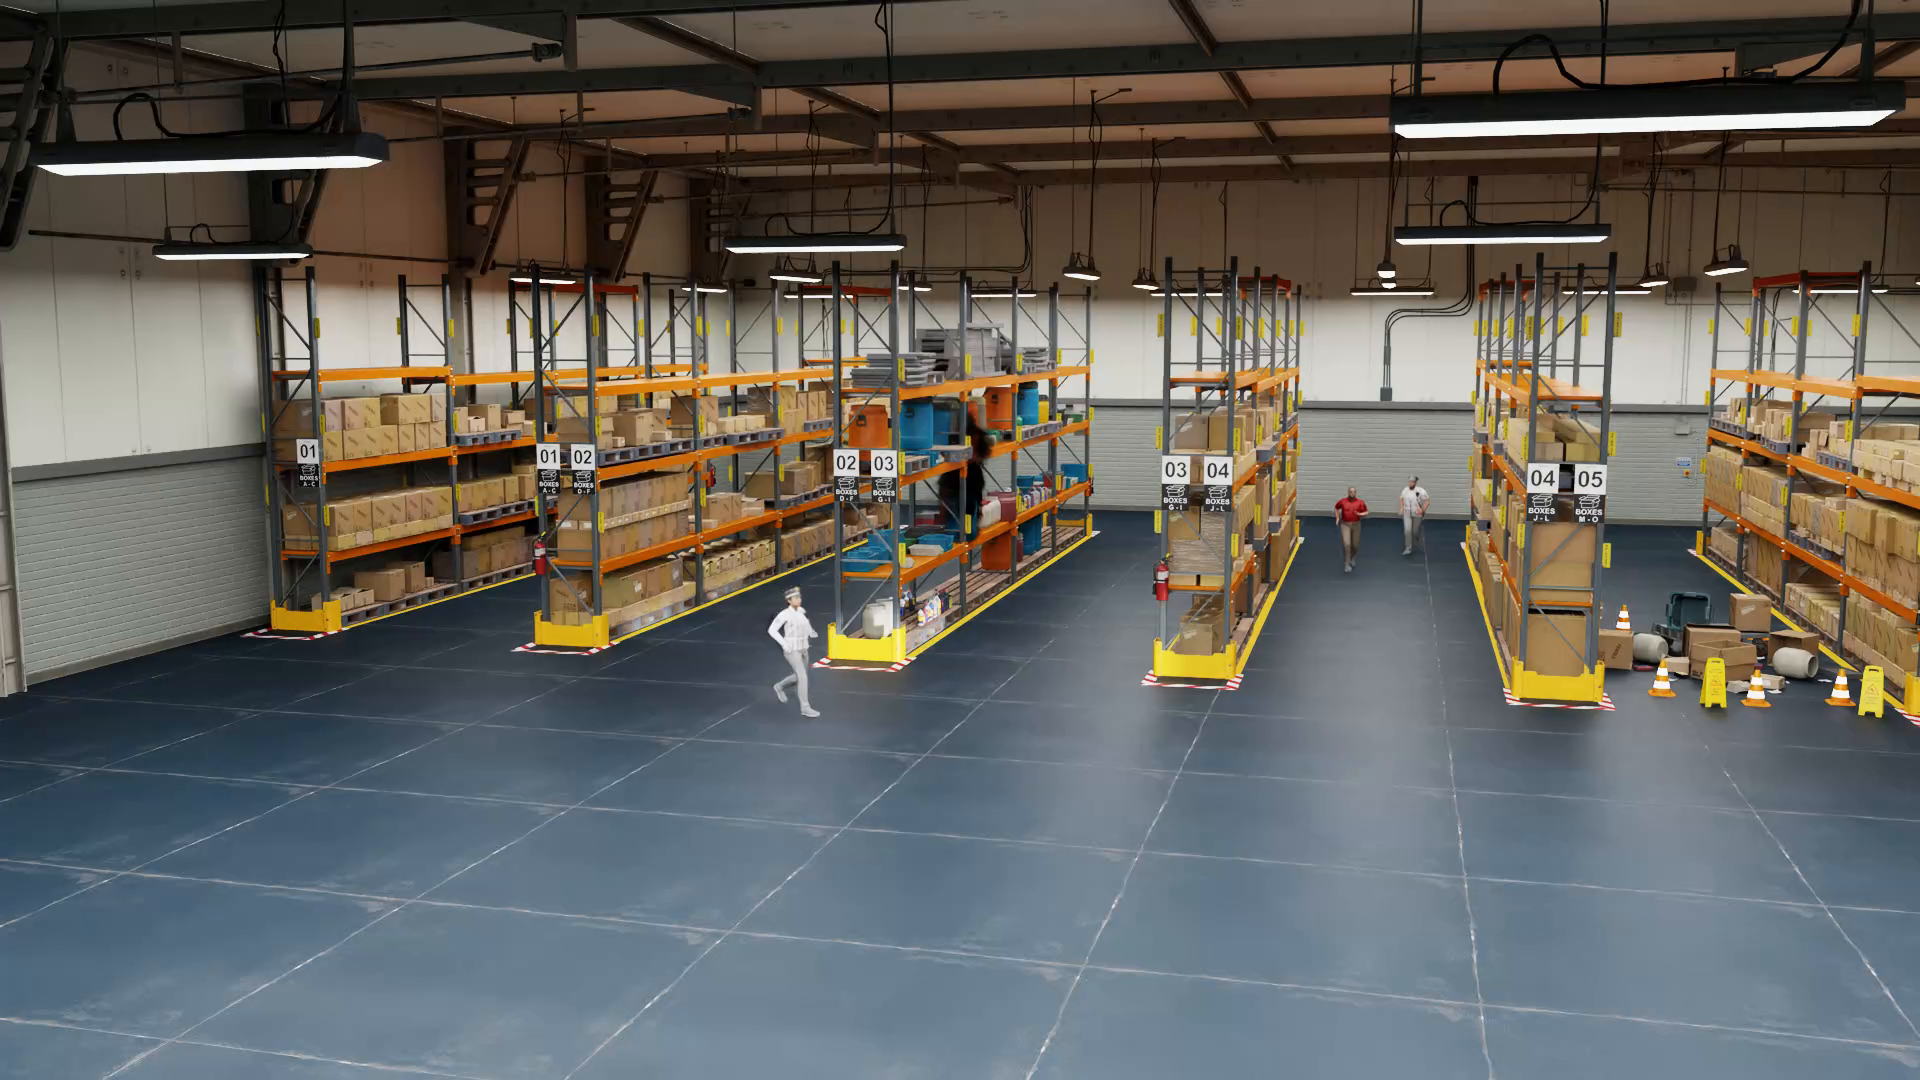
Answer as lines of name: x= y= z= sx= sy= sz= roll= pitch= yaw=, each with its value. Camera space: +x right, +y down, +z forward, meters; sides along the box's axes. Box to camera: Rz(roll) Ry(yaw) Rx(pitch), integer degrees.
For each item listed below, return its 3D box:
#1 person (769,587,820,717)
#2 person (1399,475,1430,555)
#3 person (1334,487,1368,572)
person: x=-2.150 y=1.430 z=21.631 sx=0.843 sy=1.667 sz=0.625 roll=5 pitch=9 yaw=36
person: x=10.141 y=-0.575 z=37.171 sx=0.672 sy=1.773 sz=0.759 roll=4 pitch=8 yaw=27
person: x=8.119 y=-0.251 z=34.537 sx=0.662 sy=1.716 sz=0.968 roll=1 pitch=7 yaw=6
